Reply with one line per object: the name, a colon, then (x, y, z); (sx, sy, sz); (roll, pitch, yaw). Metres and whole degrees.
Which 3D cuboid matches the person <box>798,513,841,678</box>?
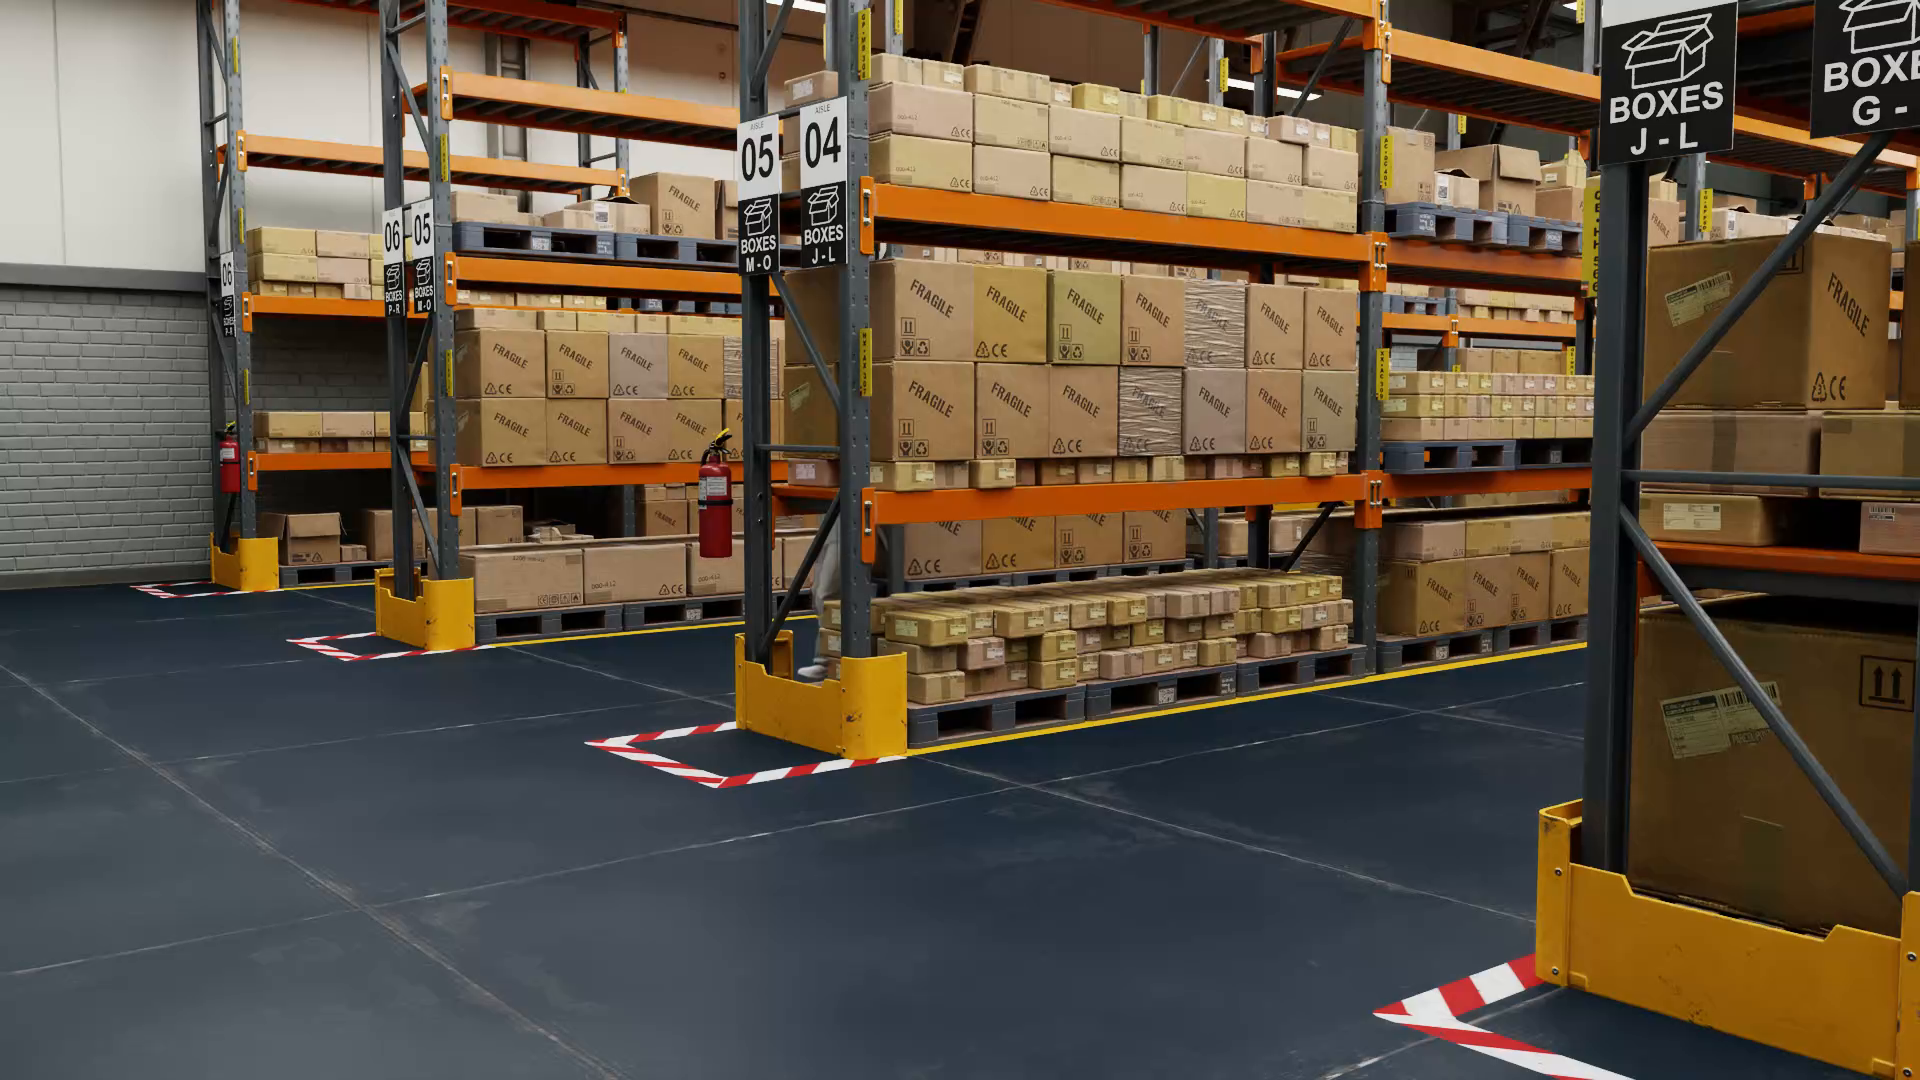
person: (-0.717, 0.032, 10.570); (0.763, 1.645, 0.441); (-3, 5, -35)
